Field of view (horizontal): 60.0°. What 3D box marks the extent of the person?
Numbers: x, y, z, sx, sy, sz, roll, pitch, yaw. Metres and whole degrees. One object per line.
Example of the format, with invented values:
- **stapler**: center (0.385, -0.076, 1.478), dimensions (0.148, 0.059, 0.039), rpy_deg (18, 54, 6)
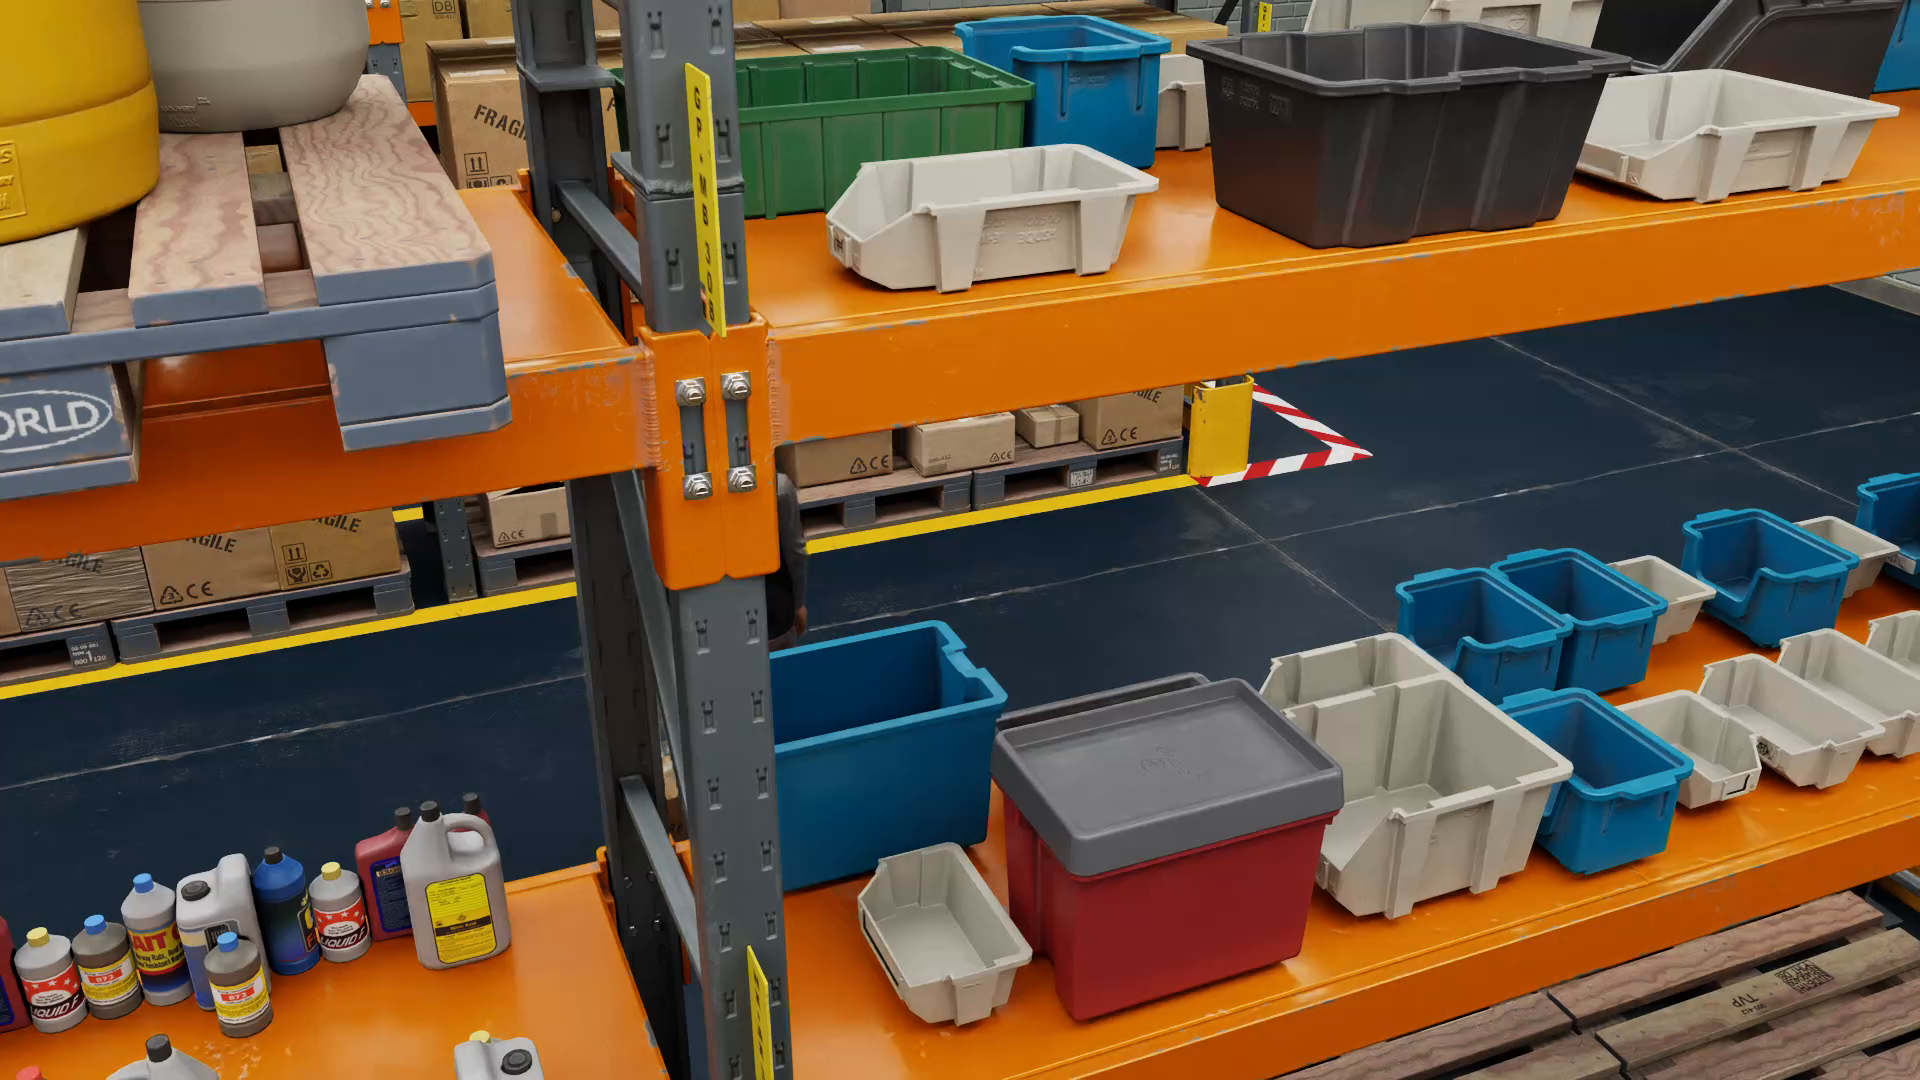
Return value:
- **person**: center (-0.790, 0.286, 5.494), dimensions (0.600, 1.724, 0.550), rpy_deg (-10, 28, -20)
